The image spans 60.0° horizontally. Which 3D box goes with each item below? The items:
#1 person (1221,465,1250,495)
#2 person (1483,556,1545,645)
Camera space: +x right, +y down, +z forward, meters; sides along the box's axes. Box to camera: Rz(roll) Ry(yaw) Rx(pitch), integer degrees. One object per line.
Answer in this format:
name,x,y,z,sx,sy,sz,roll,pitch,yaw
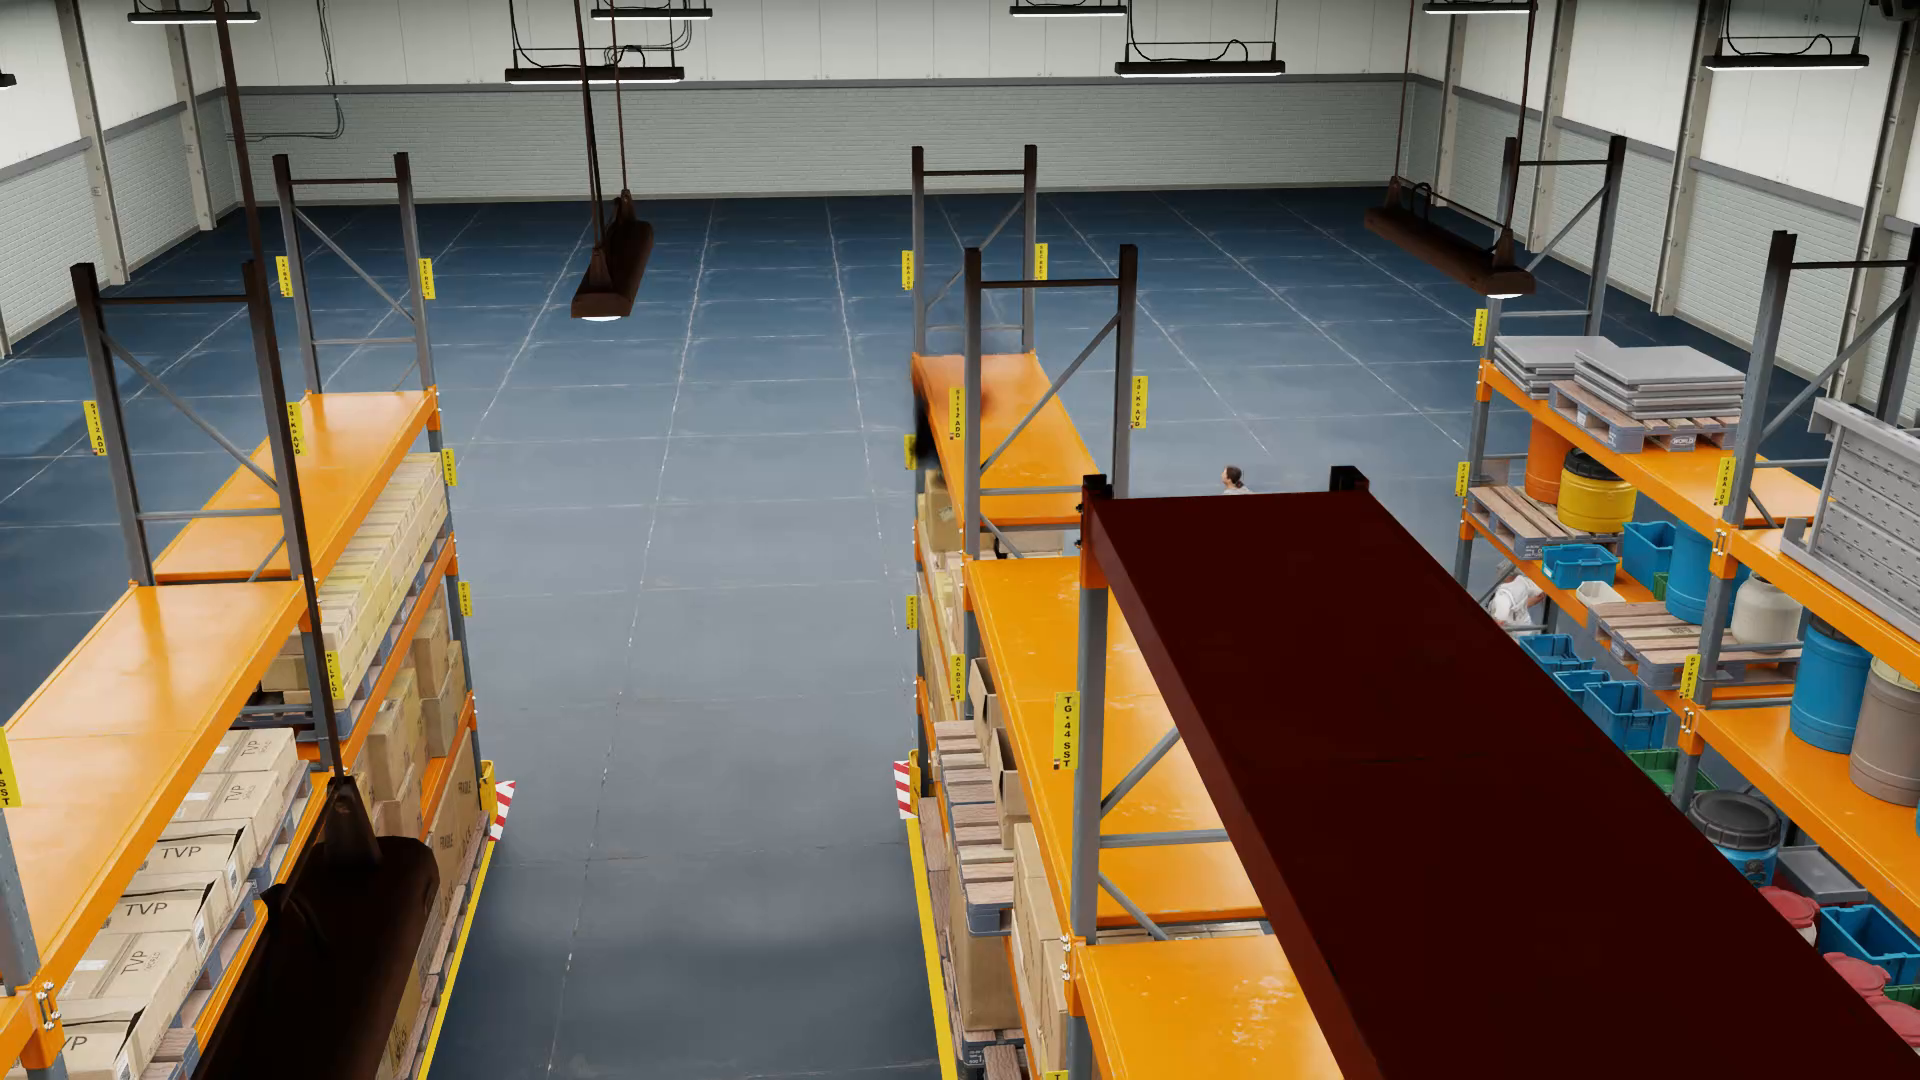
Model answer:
person,3.158,-0.113,19.677,0.622,1.641,0.569,7,23,17
person,5.598,0.935,16.948,0.602,1.716,0.739,16,27,36
